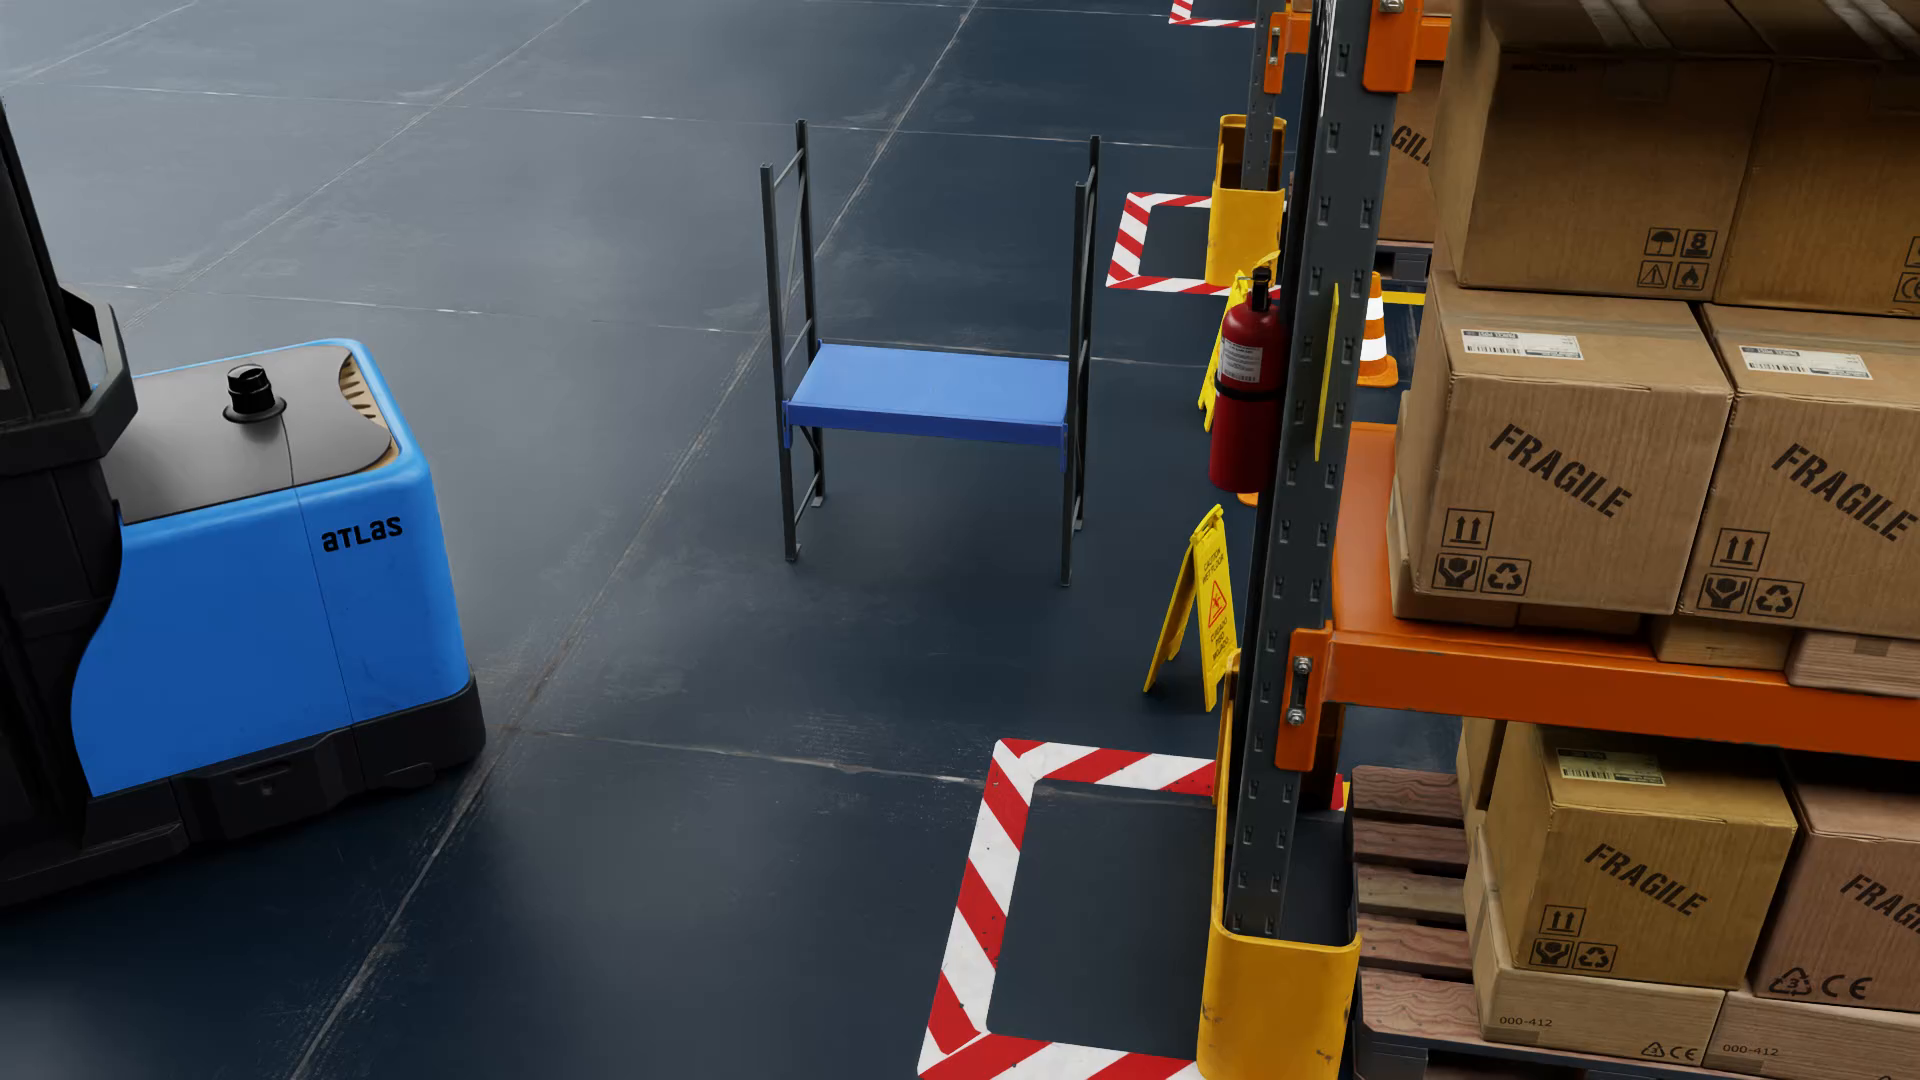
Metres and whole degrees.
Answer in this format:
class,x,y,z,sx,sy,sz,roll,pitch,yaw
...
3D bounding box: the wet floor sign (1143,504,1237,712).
class,x,y,z,sx,sy,sz,roll,pitch,yaw
wet floor sign,0.768,0.193,5.333,0.232,0.644,0.267,17,36,25

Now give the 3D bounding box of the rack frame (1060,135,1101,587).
class,x,y,z,sx,sy,sz,roll,pitch,yaw
rack frame,0.417,-0.598,5.792,0.032,1.500,0.500,5,32,8

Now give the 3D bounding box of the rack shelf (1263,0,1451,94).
class,x,y,z,sx,sy,sz,roll,pitch,yaw
rack shelf,3.480,-2.343,7.843,4.000,0.370,1.077,5,32,8

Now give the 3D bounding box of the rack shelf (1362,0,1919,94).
class,x,y,z,sx,sy,sz,roll,pitch,yaw
rack shelf,2.747,-1.016,2.897,4.000,0.370,1.077,5,32,8

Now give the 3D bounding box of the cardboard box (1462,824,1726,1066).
class,x,y,z,sx,sy,sz,roll,pitch,yaw
cardboard box,1.524,0.976,4.059,0.500,0.250,0.500,5,32,8

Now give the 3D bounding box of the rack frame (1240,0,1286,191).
class,x,y,z,sx,sy,sz,roll,pitch,yaw
rack frame,1.508,-2.826,7.938,0.127,3.000,1.000,5,32,8

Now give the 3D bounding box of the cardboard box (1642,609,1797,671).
class,x,y,z,sx,sy,sz,roll,pitch,yaw
cardboard box,1.574,0.098,3.503,0.250,0.149,0.380,4,32,7

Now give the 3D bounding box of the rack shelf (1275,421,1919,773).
class,x,y,z,sx,sy,sz,roll,pitch,yaw
rack shelf,2.747,0.255,3.693,4.000,0.370,1.077,5,32,8

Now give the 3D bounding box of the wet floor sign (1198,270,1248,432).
class,x,y,z,sx,sy,sz,roll,pitch,yaw
wet floor sign,1.147,-0.795,6.912,0.232,0.644,0.267,0,32,0

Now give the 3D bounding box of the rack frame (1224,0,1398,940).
class,x,y,z,sx,sy,sz,roll,pitch,yaw
rack frame,0.775,-0.228,3.787,0.127,3.000,1.000,5,32,8

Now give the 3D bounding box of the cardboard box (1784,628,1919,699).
class,x,y,z,sx,sy,sz,roll,pitch,yaw
cardboard box,1.817,0.145,3.428,0.250,0.149,0.380,6,32,9

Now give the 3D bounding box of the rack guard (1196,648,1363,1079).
class,x,y,z,sx,sy,sz,roll,pitch,yaw
rack guard,0.850,0.838,4.440,0.348,0.500,1.175,5,32,8

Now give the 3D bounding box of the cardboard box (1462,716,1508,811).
class,x,y,z,sx,sy,sz,roll,pitch,yaw
cardboard box,1.609,0.377,4.310,0.500,0.500,0.500,5,32,9

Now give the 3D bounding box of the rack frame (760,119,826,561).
class,x,y,z,sx,sy,sz,roll,pitch,yaw
rack frame,-0.585,-0.689,5.937,0.032,1.500,0.500,5,32,8

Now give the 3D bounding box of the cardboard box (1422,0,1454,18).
class,x,y,z,sx,sy,sz,roll,pitch,yaw
cardboard box,2.427,-2.842,7.823,0.550,0.550,0.875,5,32,8

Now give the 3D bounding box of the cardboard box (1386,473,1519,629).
class,x,y,z,sx,sy,sz,roll,pitch,yaw
cardboard box,1.075,0.017,3.632,0.250,0.149,0.380,5,32,8

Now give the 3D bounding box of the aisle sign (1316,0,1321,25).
class,x,y,z,sx,sy,sz,roll,pitch,yaw
aisle sign,0.763,-1.487,3.349,0.004,0.787,0.394,5,32,8

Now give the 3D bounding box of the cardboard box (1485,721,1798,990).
class,x,y,z,sx,sy,sz,roll,pitch,yaw
cardboard box,1.547,0.660,3.857,0.500,0.500,0.500,4,32,7

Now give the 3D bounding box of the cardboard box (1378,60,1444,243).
class,x,y,z,sx,sy,sz,roll,pitch,yaw
cardboard box,2.188,-2.077,8.348,0.875,0.875,0.875,5,32,8

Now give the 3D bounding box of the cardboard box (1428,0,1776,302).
class,x,y,z,sx,sy,sz,roll,pitch,yaw
cardboard box,1.315,-0.889,3.526,0.500,0.500,0.700,4,32,7

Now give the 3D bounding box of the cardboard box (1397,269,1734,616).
class,x,y,z,sx,sy,sz,roll,pitch,yaw
cardboard box,1.195,-0.209,3.382,0.500,0.500,0.500,5,32,7

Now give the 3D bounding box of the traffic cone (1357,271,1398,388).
class,x,y,z,sx,sy,sz,roll,pitch,yaw
traffic cone,1.793,-0.961,7.348,0.334,0.463,0.336,5,32,8

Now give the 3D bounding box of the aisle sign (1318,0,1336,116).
class,x,y,z,sx,sy,sz,roll,pitch,yaw
aisle sign,0.662,-1.173,2.847,0.004,0.787,0.394,5,32,8

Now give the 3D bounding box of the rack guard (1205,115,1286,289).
class,x,y,z,sx,sy,sz,roll,pitch,yaw
rack guard,1.485,-1.769,8.604,0.348,0.500,1.175,5,32,8

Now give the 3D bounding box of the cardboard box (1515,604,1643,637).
class,x,y,z,sx,sy,sz,roll,pitch,yaw
cardboard box,1.326,0.032,3.608,0.250,0.149,0.380,6,32,9

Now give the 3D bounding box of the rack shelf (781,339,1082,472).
class,x,y,z,sx,sy,sz,roll,pitch,yaw
rack shelf,-0.084,-0.491,5.960,1.000,0.185,0.538,5,32,8

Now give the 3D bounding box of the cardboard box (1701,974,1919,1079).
class,x,y,z,sx,sy,sz,roll,pitch,yaw
cardboard box,2.026,1.026,3.980,0.500,0.250,0.500,6,33,10

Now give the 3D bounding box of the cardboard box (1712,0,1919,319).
class,x,y,z,sx,sy,sz,roll,pitch,yaw
cardboard box,1.813,-0.840,3.448,0.500,0.500,0.700,5,32,9

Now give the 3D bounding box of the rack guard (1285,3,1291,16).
class,x,y,z,sx,sy,sz,roll,pitch,yaw
rack guard,2.517,-4.345,12.720,0.348,0.500,1.175,5,32,8

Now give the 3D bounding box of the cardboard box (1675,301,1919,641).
class,x,y,z,sx,sy,sz,roll,pitch,yaw
cardboard box,1.706,-0.165,3.311,0.500,0.500,0.500,6,33,10

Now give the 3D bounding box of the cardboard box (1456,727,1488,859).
class,x,y,z,sx,sy,sz,roll,pitch,yaw
cardboard box,1.641,0.693,4.511,0.500,0.250,0.500,5,32,8

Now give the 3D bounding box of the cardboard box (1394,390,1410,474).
class,x,y,z,sx,sy,sz,roll,pitch,yaw
cardboard box,1.180,-0.200,3.979,0.250,0.149,0.380,6,33,10

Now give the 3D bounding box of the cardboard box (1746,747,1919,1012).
class,x,y,z,sx,sy,sz,roll,pitch,yaw
cardboard box,2.063,0.704,3.786,0.500,0.500,0.500,4,32,6

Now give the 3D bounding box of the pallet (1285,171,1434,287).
class,x,y,z,sx,sy,sz,roll,pitch,yaw
pallet,2.310,-1.613,8.629,1.213,0.211,1.003,5,32,8

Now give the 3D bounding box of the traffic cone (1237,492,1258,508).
class,x,y,z,sx,sy,sz,roll,pitch,yaw
traffic cone,1.268,-0.400,6.453,0.334,0.463,0.336,5,32,8

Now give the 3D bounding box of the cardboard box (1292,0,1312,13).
class,x,y,z,sx,sy,sz,roll,pitch,yaw
cardboard box,1.882,-2.880,7.883,0.550,0.550,0.875,5,32,8

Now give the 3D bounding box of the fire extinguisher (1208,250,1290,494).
class,x,y,z,sx,sy,sz,roll,pitch,yaw
fire extinguisher,0.740,-0.447,4.209,0.183,0.674,0.296,5,32,8

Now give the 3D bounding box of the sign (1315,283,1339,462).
class,x,y,z,sx,sy,sz,roll,pitch,yaw
sign,0.684,-0.311,3.104,0.005,0.325,0.100,5,32,8

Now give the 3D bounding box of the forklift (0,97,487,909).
class,x,y,z,sx,sy,sz,roll,pitch,yaw
forklift,-3.006,-0.402,4.130,3.031,2.935,1.130,-16,35,-23

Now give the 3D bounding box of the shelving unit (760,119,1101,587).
class,x,y,z,sx,sy,sz,roll,pitch,yaw
shelving unit,-0.084,-0.643,5.864,1.048,1.500,0.538,5,32,8

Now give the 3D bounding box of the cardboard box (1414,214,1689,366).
class,x,y,z,sx,sy,sz,roll,pitch,yaw
cardboard box,1.356,-0.492,3.835,0.500,0.500,0.500,5,32,7

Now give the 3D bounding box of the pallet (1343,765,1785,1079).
class,x,y,z,sx,sy,sz,roll,pitch,yaw
pallet,1.645,1.052,4.371,1.213,0.211,1.003,5,32,8
